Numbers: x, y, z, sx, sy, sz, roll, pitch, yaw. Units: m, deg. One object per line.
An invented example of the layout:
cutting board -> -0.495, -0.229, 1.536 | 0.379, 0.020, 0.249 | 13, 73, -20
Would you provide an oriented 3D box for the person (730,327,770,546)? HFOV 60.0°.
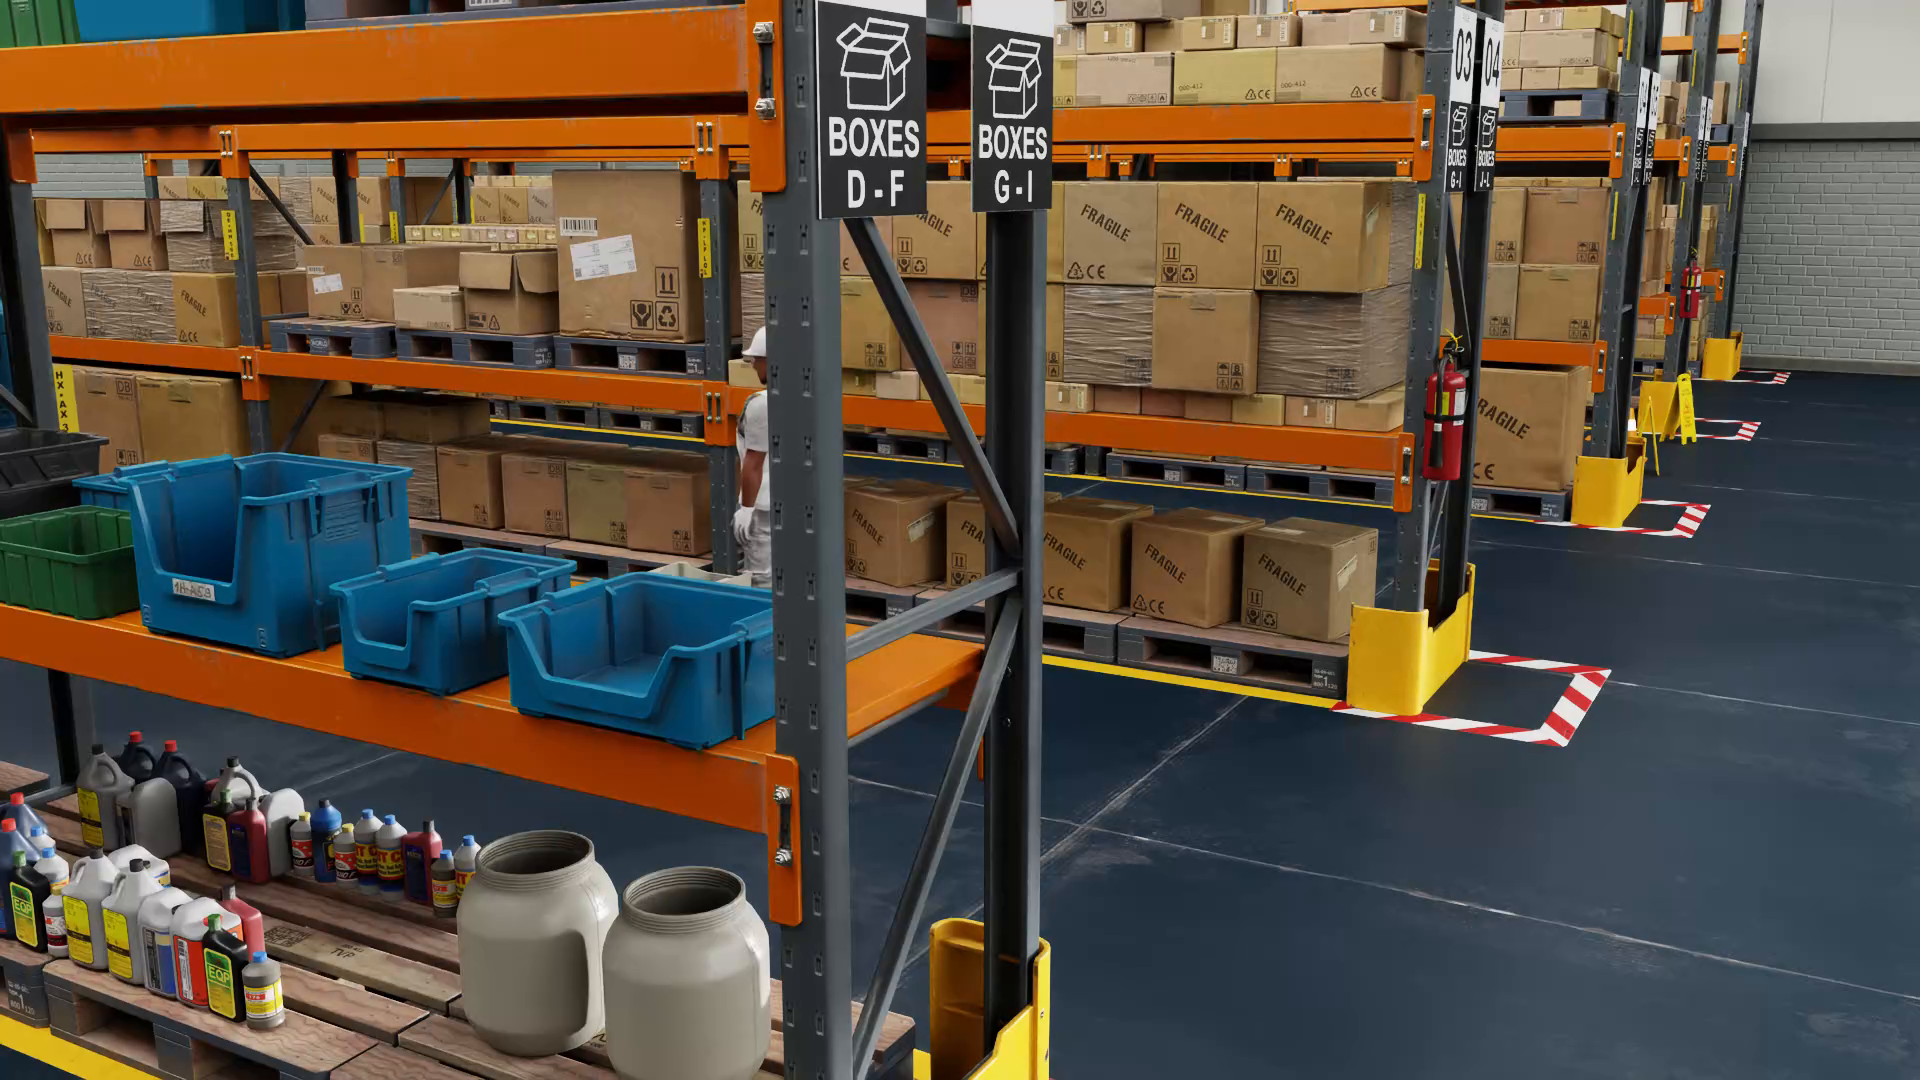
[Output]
person -> -0.891, -0.159, 8.161 | 0.354, 1.781, 0.545 | 7, 14, 29
